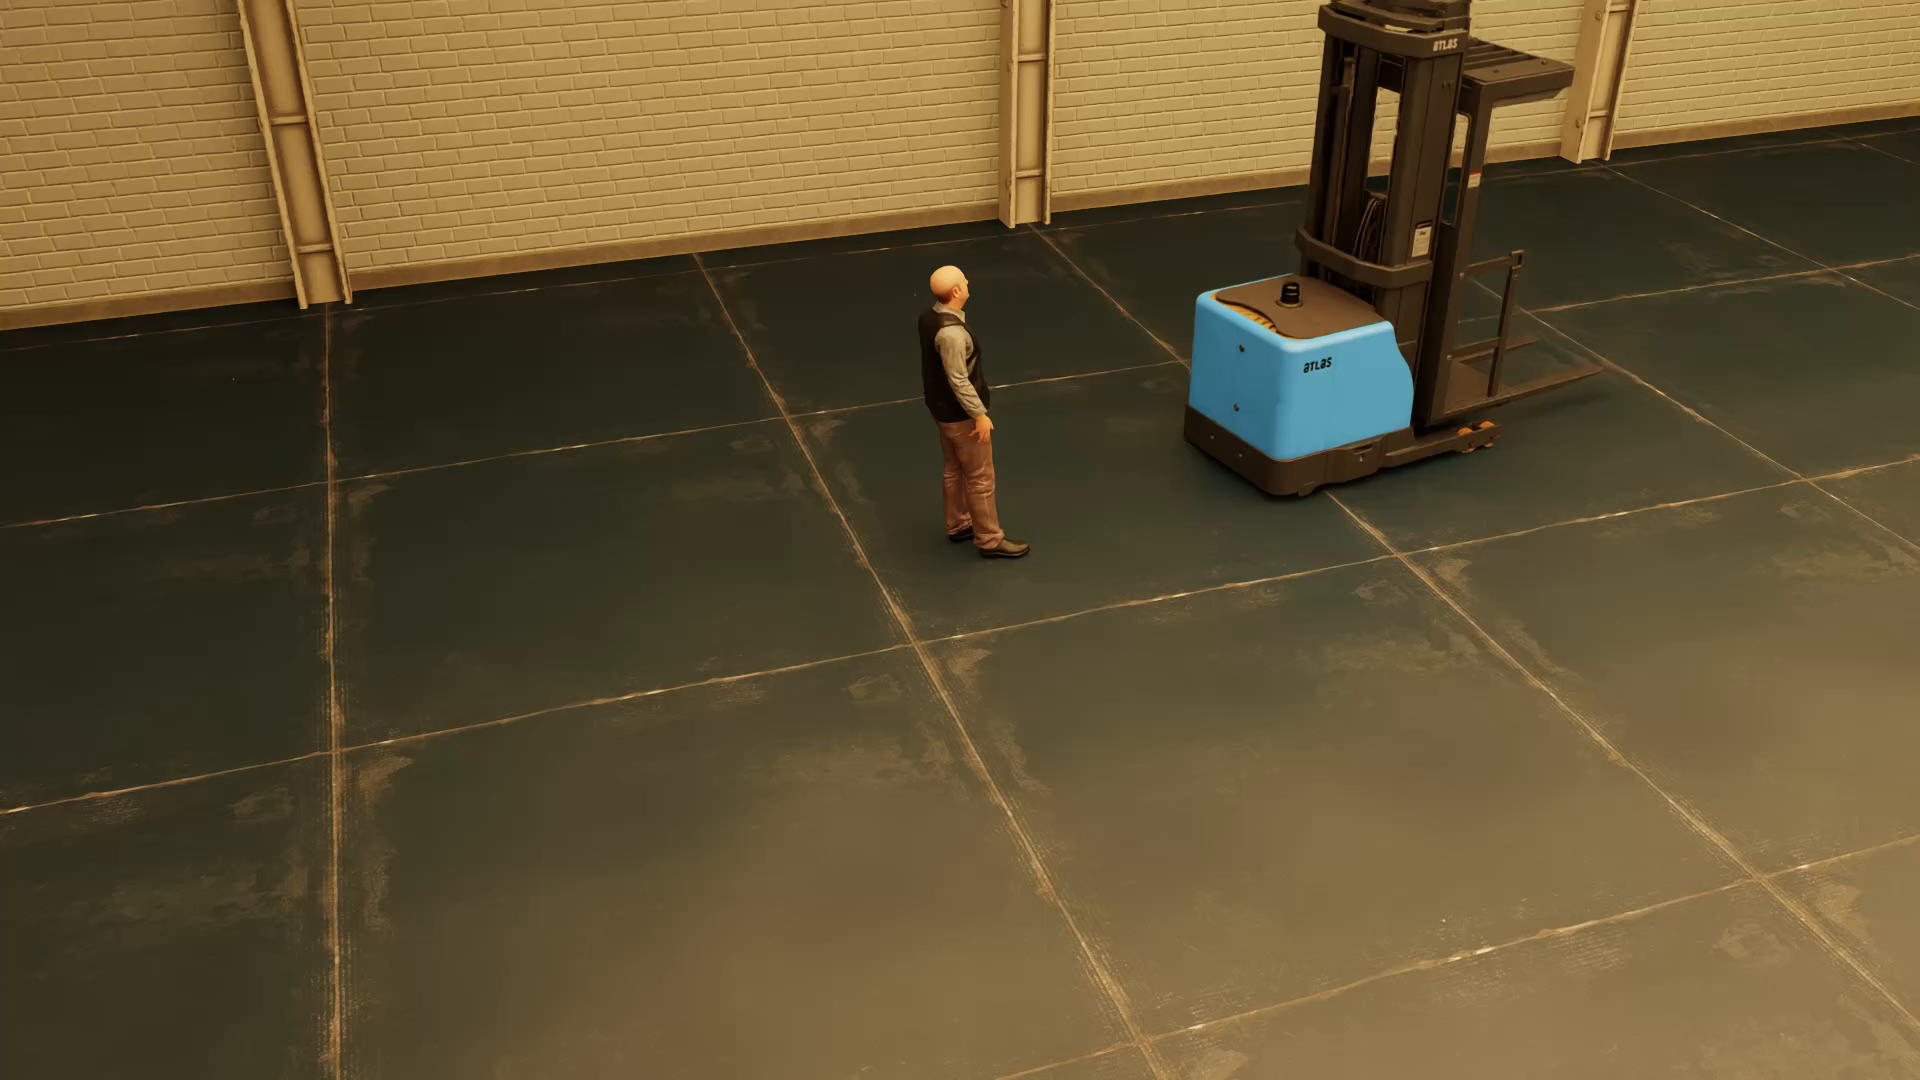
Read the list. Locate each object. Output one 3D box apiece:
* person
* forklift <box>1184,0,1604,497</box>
[{"bbox_3d":[0.061,-0.758,9.603,0.568,1.720,0.632,-10,31,-16],"label":"person"},{"bbox_3d":[3.033,-2.060,10.668,3.031,2.935,1.130,-15,33,-25],"label":"forklift"}]
